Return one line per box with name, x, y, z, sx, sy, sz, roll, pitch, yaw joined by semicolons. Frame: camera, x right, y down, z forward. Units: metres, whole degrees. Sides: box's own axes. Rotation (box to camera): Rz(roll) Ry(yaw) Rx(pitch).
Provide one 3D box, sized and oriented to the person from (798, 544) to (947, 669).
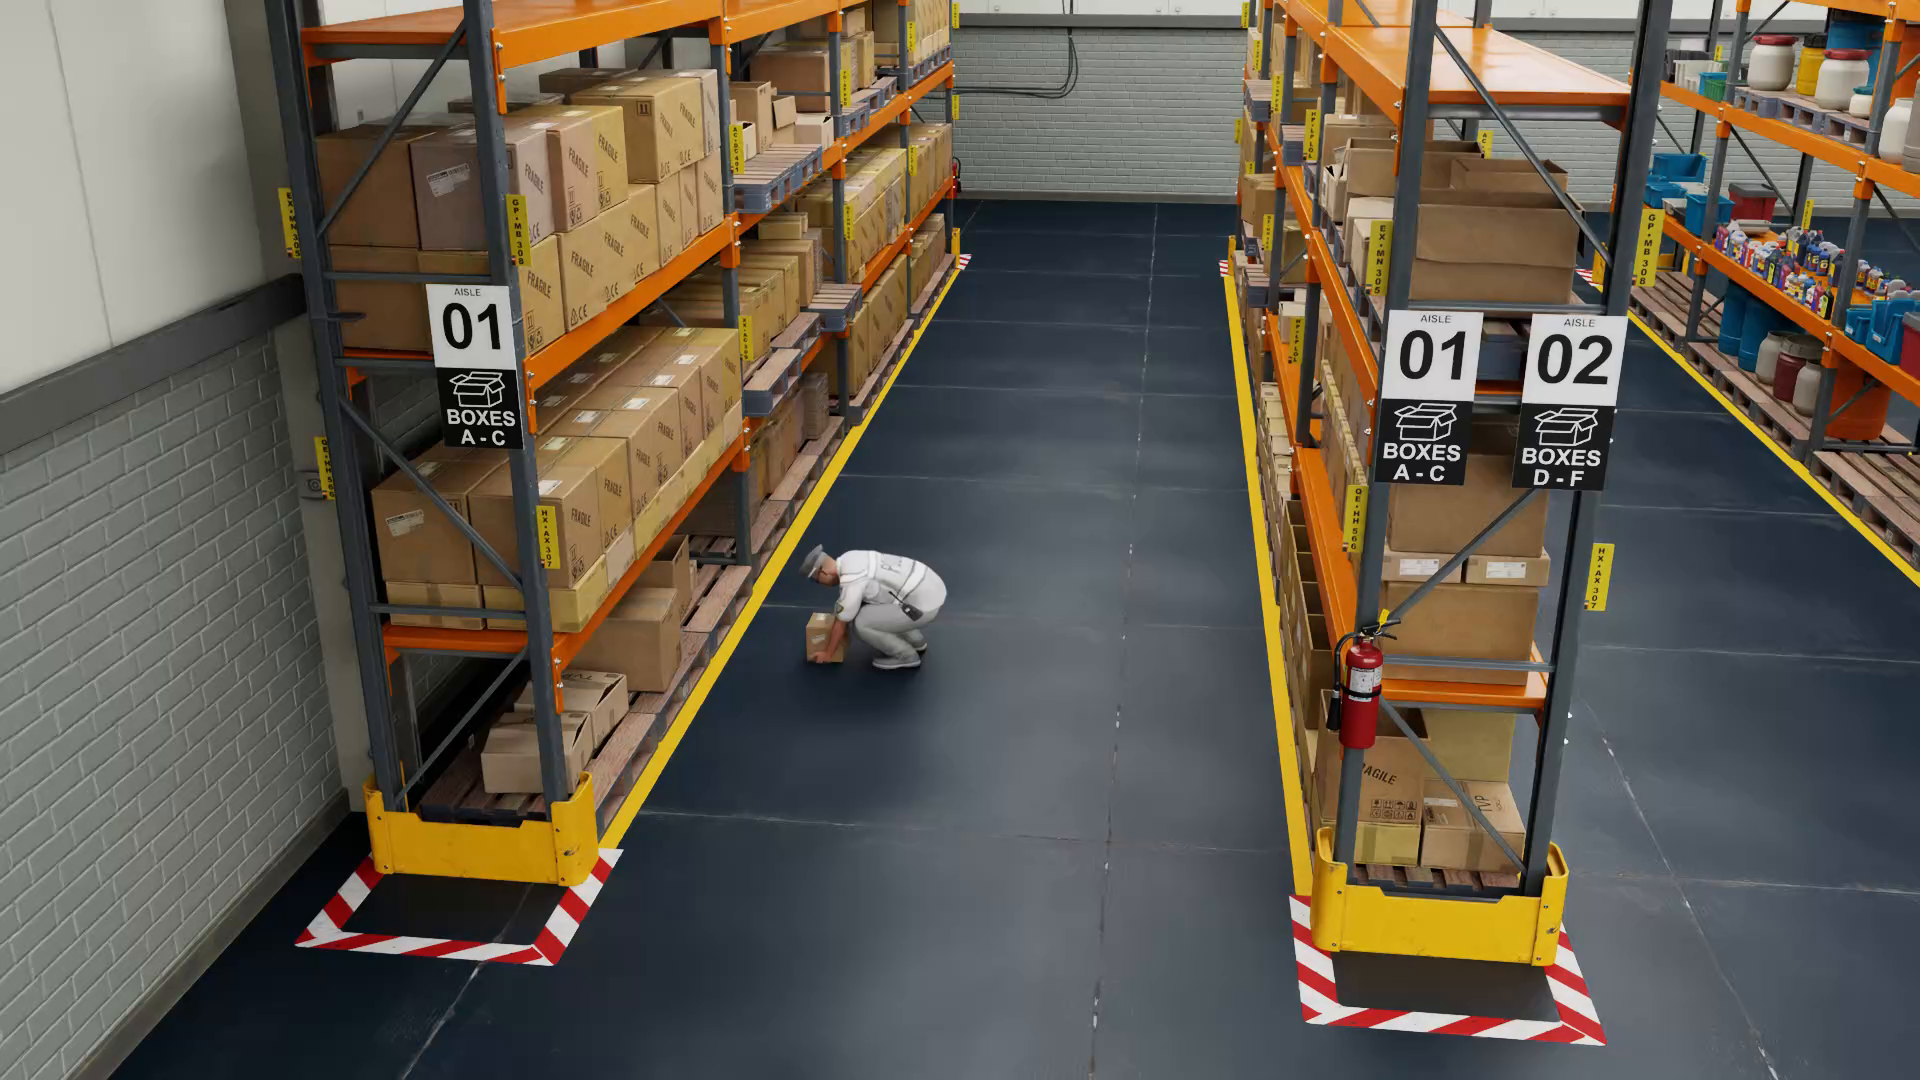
person;-0.595;0.457;11.298;0.994;0.891;0.540;2;21;6
